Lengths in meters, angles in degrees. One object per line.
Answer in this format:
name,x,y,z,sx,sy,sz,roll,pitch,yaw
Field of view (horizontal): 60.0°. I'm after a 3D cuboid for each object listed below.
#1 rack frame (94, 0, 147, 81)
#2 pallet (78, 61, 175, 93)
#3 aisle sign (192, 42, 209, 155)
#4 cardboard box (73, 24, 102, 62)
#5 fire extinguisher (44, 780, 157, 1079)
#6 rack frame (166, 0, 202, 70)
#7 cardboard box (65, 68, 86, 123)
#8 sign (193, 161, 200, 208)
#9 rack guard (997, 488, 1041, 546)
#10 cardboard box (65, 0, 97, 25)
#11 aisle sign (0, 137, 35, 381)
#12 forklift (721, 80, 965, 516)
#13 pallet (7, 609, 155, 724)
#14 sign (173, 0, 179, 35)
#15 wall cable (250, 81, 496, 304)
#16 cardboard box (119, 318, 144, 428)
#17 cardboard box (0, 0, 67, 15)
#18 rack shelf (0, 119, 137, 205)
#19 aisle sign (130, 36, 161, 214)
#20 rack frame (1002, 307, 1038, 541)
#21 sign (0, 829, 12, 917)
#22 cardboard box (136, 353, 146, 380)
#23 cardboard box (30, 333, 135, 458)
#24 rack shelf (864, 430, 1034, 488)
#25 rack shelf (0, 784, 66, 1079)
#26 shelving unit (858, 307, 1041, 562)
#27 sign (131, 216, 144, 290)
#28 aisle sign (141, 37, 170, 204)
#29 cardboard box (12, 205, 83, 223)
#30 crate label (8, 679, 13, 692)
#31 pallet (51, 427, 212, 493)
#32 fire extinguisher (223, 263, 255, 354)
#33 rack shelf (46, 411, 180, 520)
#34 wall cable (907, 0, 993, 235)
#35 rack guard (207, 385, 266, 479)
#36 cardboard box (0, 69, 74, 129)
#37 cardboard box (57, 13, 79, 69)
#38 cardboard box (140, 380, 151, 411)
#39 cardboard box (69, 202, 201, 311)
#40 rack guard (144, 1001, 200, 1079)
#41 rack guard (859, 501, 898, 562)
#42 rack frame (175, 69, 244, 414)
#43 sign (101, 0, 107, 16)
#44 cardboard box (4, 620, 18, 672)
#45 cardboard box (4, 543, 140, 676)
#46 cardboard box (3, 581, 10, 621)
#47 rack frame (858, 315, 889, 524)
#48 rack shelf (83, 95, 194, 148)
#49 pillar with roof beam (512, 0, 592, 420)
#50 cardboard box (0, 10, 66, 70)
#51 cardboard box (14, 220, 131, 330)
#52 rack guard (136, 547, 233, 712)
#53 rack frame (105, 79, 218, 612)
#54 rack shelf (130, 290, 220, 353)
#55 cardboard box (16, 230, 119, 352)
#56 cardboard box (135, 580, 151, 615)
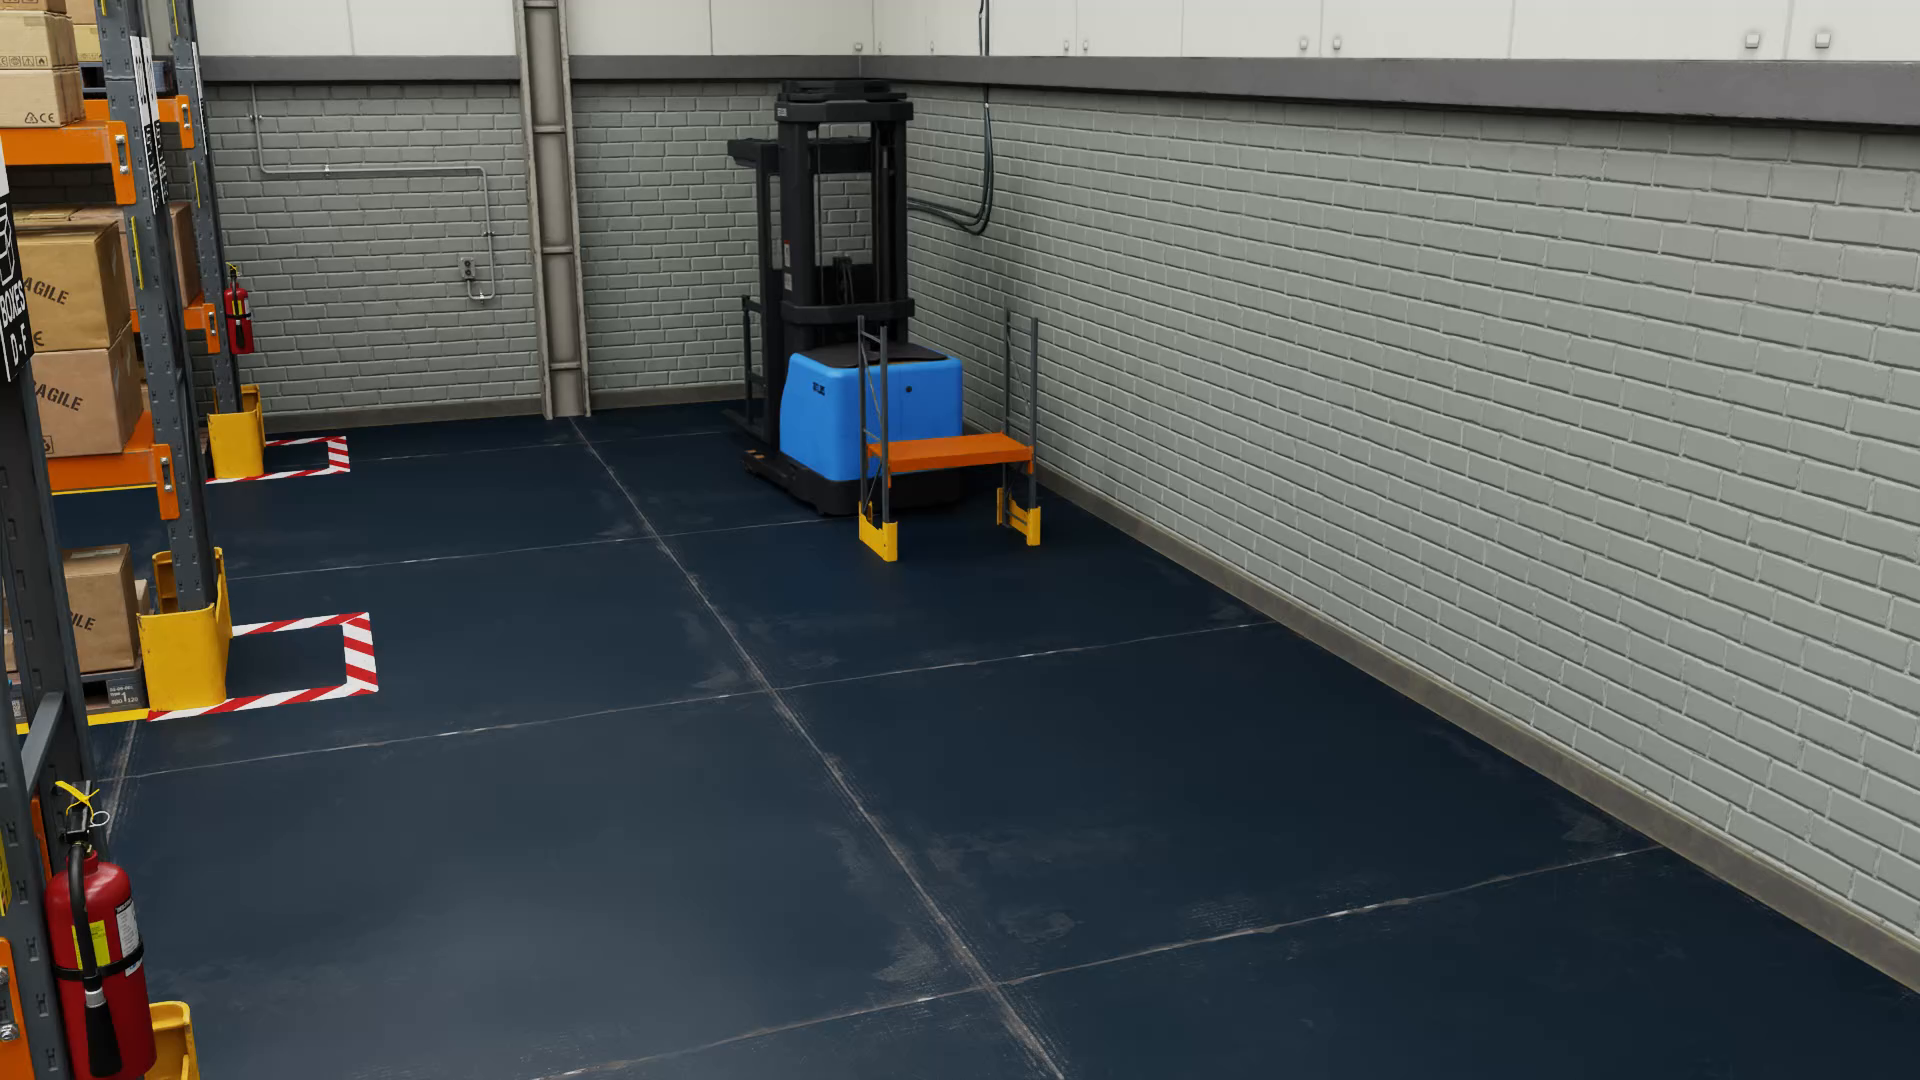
rack frame,-3.966,-3.640,7.524,0.127,3.000,1.000,-6,17,-20
pallet,-6.431,-3.384,12.132,1.213,0.211,1.003,-6,17,-20
aisle sign,-5.568,-3.241,12.196,0.004,0.787,0.394,-6,17,-20
cardboard box,-6.331,-3.538,11.842,0.500,0.250,0.500,-6,17,-18
fire extinguisher,-1.894,0.862,3.638,0.183,0.674,0.296,-6,17,-20
rack frame,-5.742,-4.943,11.961,0.127,3.000,1.000,-6,17,-20
cardboard box,-4.537,-2.144,8.019,0.500,0.250,0.500,-6,17,-20
sign,-5.561,-2.590,12.119,0.005,0.325,0.100,-6,17,-20
rack guard,0.394,-0.162,11.208,0.087,0.250,0.587,-6,17,-20
cardboard box,-6.328,-3.896,11.730,0.500,0.500,0.500,-6,17,-20
aisle sign,-2.237,-0.791,3.854,0.004,0.787,0.394,-6,17,-20
forklift,-1.059,-1.944,12.515,1.130,2.935,3.031,-8,18,-25
pallet,-4.781,0.664,8.461,1.213,0.211,1.003,-6,17,-20
sign,-5.561,-3.747,11.779,0.005,0.325,0.100,-6,17,-20
wall cable,-4.885,-2.930,13.950,1.851,1.984,0.084,-6,17,-20
cardboard box,-4.475,-0.835,8.439,0.500,0.500,0.500,-6,17,-19
cardboard box,-4.440,-2.673,7.601,0.500,0.500,0.700,-6,17,-20
rack shelf,-5.834,-1.654,7.361,4.000,0.370,1.077,-6,17,-20
aisle sign,-3.793,-1.936,7.752,0.004,0.787,0.394,-6,17,-20
rack frame,0.395,-0.762,11.032,0.032,1.500,0.500,-6,17,-20
sign,-1.985,0.607,3.420,0.005,0.325,0.100,-6,17,-20
cardboard box,-6.315,-1.347,12.900,0.250,0.149,0.380,-6,17,-20
cardboard box,-4.287,-0.693,7.957,0.500,0.500,0.500,-6,17,-18
rack shelf,-0.080,-0.538,10.908,1.000,0.185,0.538,-6,17,-20
rack shelf,-4.065,1.089,3.345,4.000,0.370,1.077,-6,17,-20
shelving unit,-0.071,-0.712,10.861,1.083,1.500,0.587,-6,17,-20
sign,-3.786,-1.321,7.657,0.005,0.325,0.100,-6,17,-20
aisle sign,-4.008,-2.093,8.289,0.004,0.787,0.394,-6,17,-20
cardboard box,-6.890,-2.078,12.320,0.700,0.700,0.980,-6,18,-21
crate label,-2.546,0.532,4.155,0.303,0.233,0.416,-6,17,-20
pallet,-6.461,-0.626,12.854,1.213,0.211,1.003,-6,17,-20
fire extinguisher,-5.436,-1.743,12.508,0.183,0.674,0.296,-6,17,-20
rack shelf,-5.834,-0.215,7.784,4.000,0.370,1.077,-6,17,-20
wall cable,-0.333,-3.930,14.020,0.112,2.526,3.097,-6,17,-20
rack guard,-5.720,-0.868,13.167,0.348,0.500,1.175,-6,17,-20
cardboard box,-4.352,-2.008,7.555,0.500,0.250,0.500,-6,17,-20
cardboard box,-4.539,-2.386,7.954,0.500,0.250,0.500,-6,17,-20
cardboard box,-6.360,-0.970,12.769,0.500,0.500,0.700,-6,17,-20
cardboard box,-6.215,-2.155,12.580,0.700,0.700,0.980,-5,17,-18
rack guard,-2.180,1.735,4.302,0.348,0.500,1.175,-6,17,-20
rack guard,-0.536,-0.062,10.866,0.087,0.250,0.587,-6,17,-20
rack frame,-5.742,-2.065,12.806,0.127,3.000,1.000,-6,17,-20
sign,-3.786,-2.478,7.318,0.005,0.325,0.100,-6,17,-20
cardboard box,-4.796,0.523,8.241,0.250,0.166,0.380,-6,17,-20
cardboard box,-4.386,0.346,8.252,0.500,0.500,0.500,-6,17,-20
cardboard box,-5.043,0.377,8.590,0.500,0.250,0.500,-6,17,-20
rack frame,-0.554,-0.660,10.683,0.032,1.500,0.500,-6,17,-20
rack shelf,-7.610,-2.957,11.798,4.000,0.370,1.077,-6,17,-20
pillar with roof beam,-1.990,-4.310,9.806,0.400,9.000,9.100,-6,17,-20
cardboard box,-4.355,-2.250,7.492,0.500,0.250,0.500,-6,17,-20
cardboard box,-4.475,-1.314,8.298,0.500,0.500,0.500,-6,17,-18
rack guard,-4.037,0.445,8.695,0.348,0.500,1.175,-6,17,-20
rack frame,-3.966,-0.762,8.369,0.127,3.000,1.000,-6,17,-20
rack shelf,-7.610,-1.518,12.221,4.000,0.370,1.077,-6,17,-20
cardboard box,-4.284,-1.172,7.815,0.500,0.500,0.500,-6,18,-21
cardboard box,-4.480,0.347,8.873,0.250,0.149,0.380,-6,17,-20
